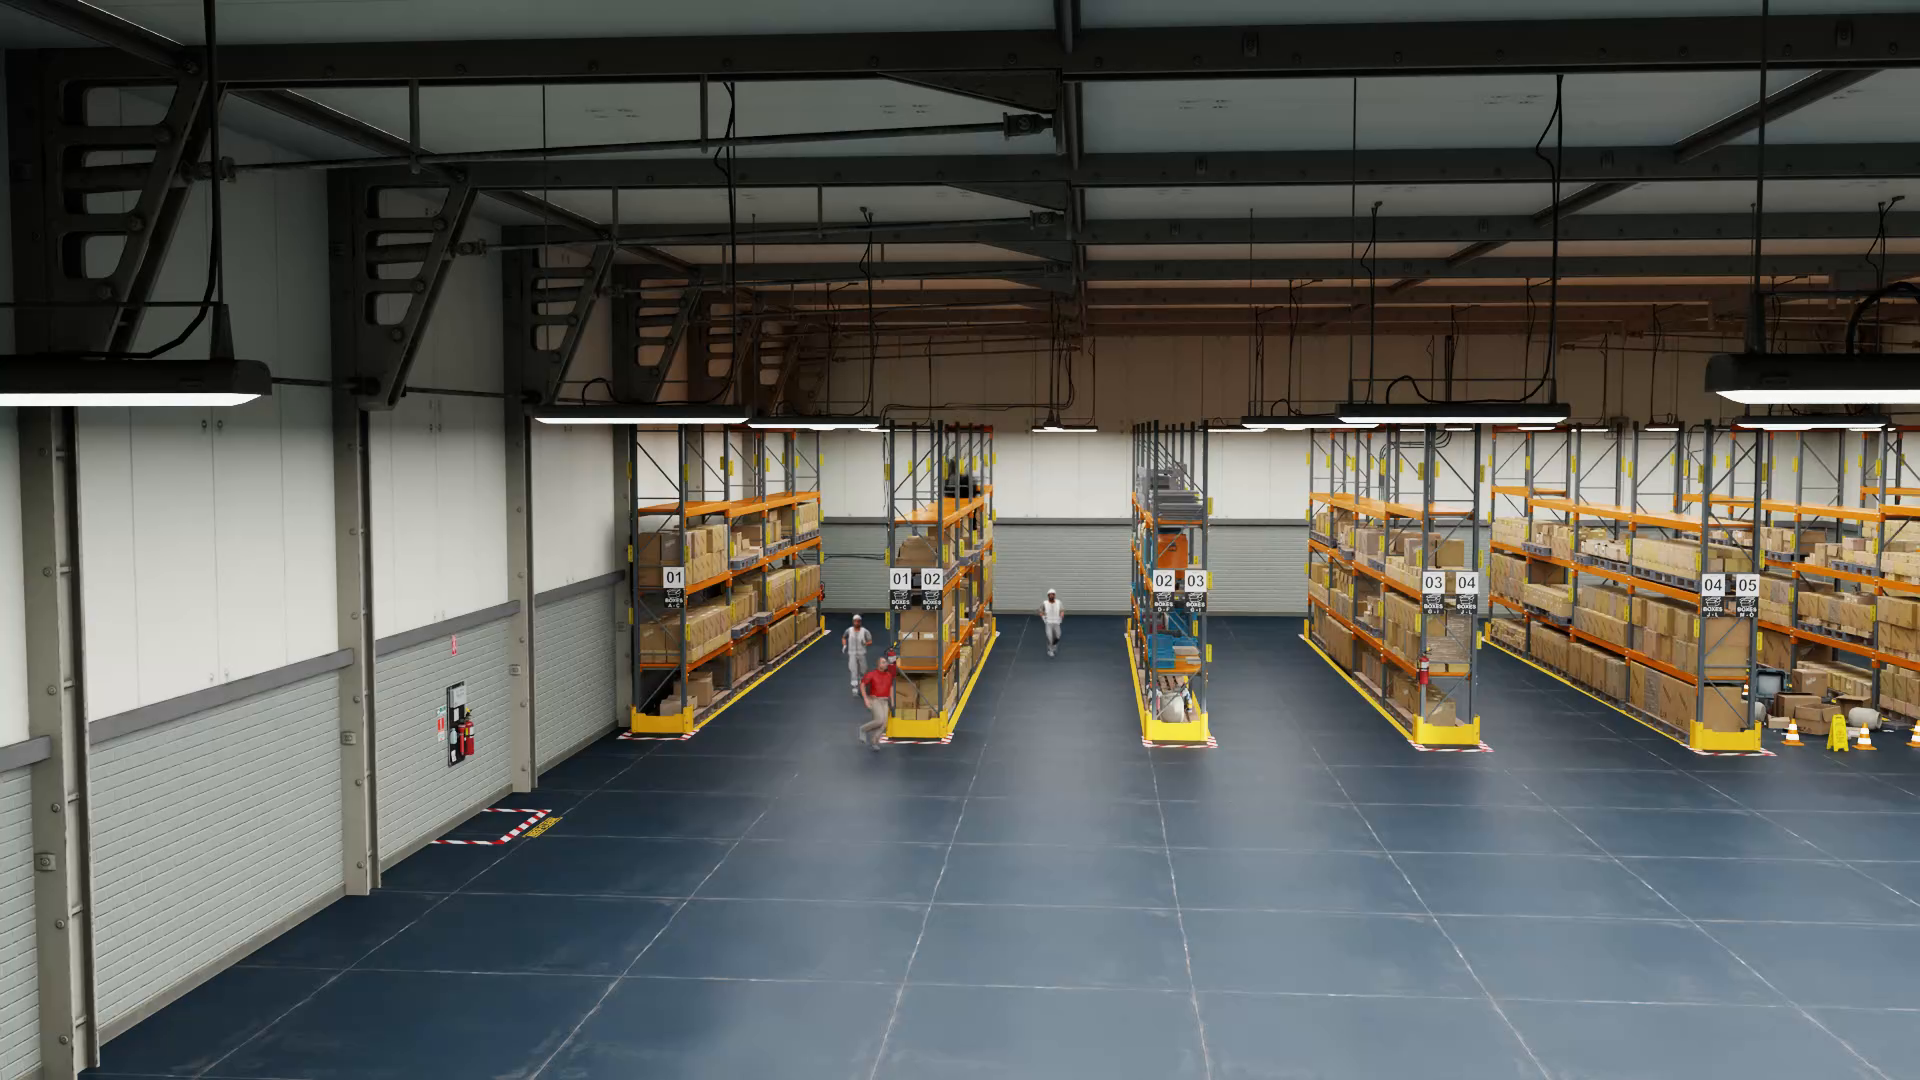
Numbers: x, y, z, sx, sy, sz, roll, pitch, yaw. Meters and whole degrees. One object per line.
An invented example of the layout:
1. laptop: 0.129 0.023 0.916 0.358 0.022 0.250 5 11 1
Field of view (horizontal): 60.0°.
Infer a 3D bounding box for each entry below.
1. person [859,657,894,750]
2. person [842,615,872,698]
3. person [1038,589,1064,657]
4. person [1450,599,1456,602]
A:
1. person: -1.462 2.976 30.368 0.689 1.649 0.553 -3 5 -42
2. person: -2.247 2.518 36.341 0.665 1.768 0.985 0 4 -4
3. person: 2.365 2.142 42.893 0.679 1.733 0.621 0 4 -7
4. person: 13.266 1.997 44.854 0.697 1.805 0.945 1 4 11
